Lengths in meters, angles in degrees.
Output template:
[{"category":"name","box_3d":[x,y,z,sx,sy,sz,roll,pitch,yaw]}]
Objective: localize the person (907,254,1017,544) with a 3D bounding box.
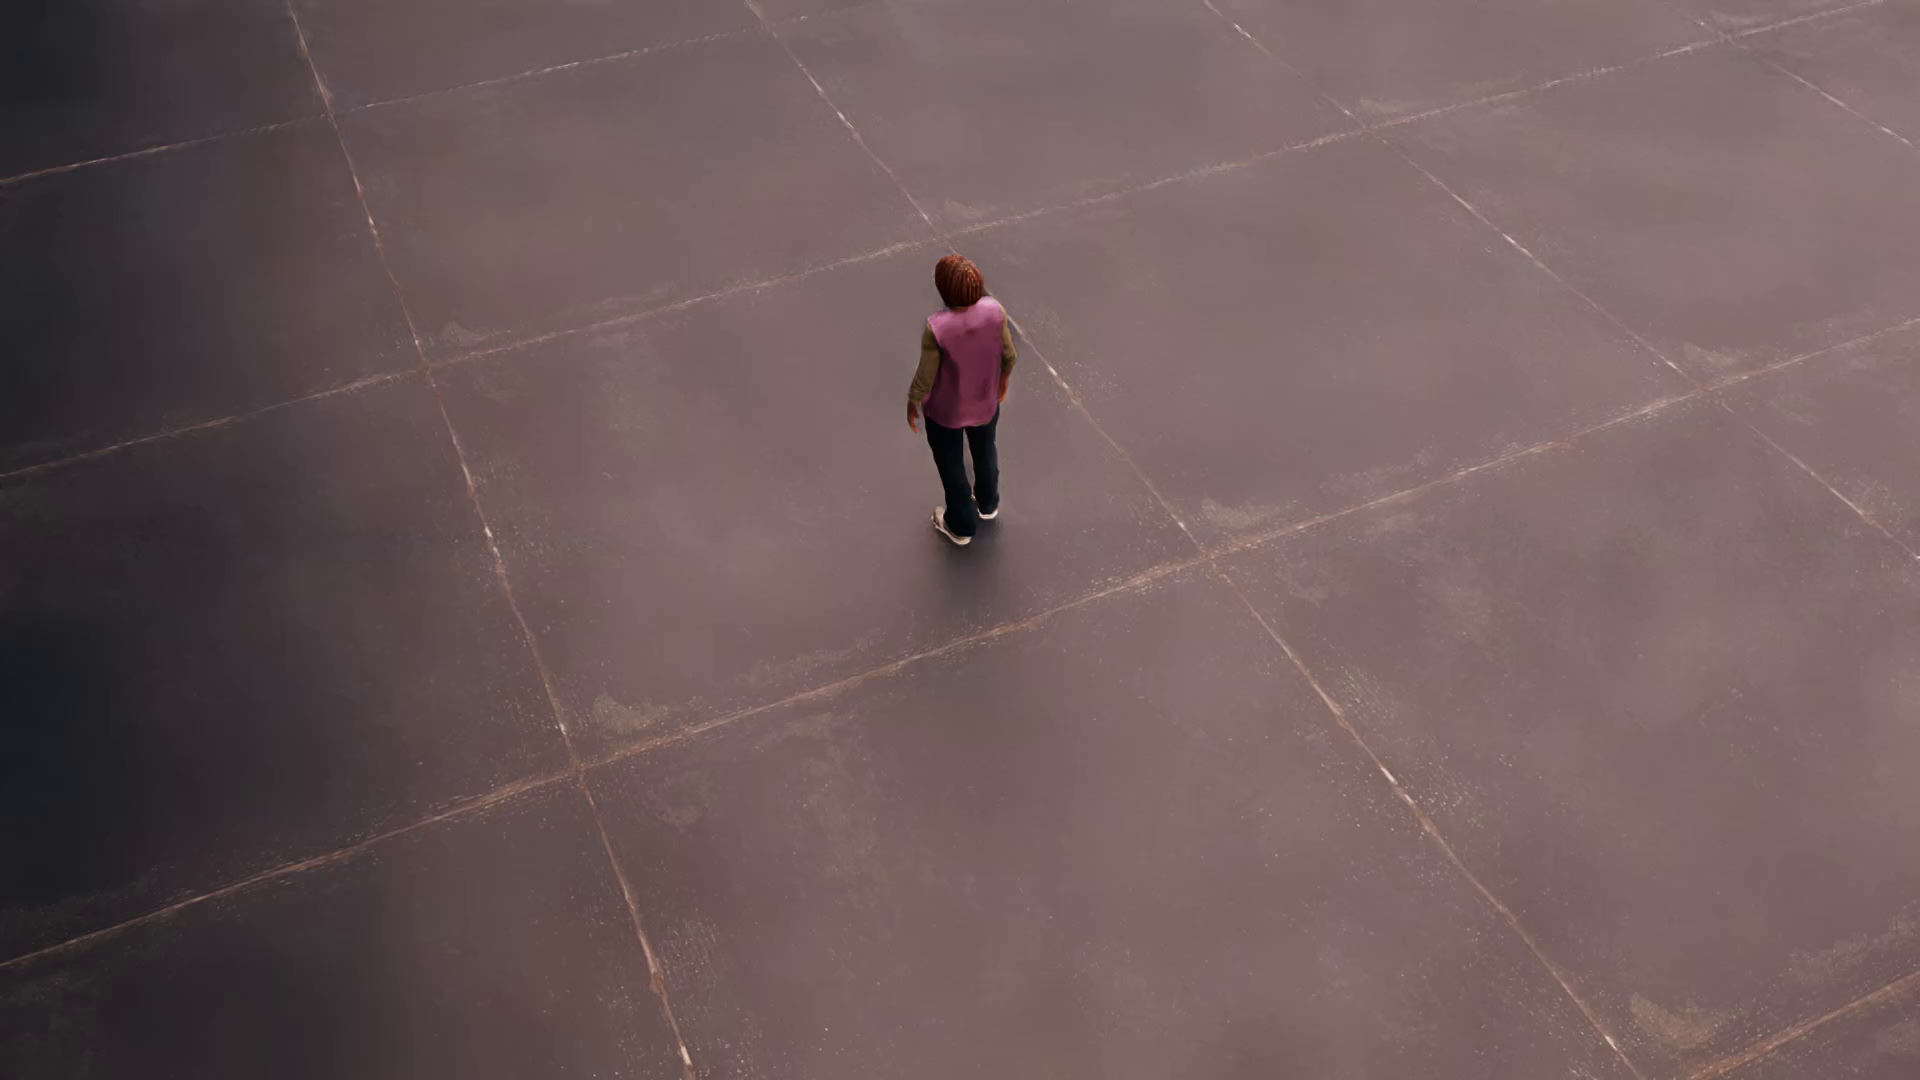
[{"category":"person","box_3d":[-0.019,-0.639,7.332,0.520,1.597,0.474,-18,46,-18]}]
